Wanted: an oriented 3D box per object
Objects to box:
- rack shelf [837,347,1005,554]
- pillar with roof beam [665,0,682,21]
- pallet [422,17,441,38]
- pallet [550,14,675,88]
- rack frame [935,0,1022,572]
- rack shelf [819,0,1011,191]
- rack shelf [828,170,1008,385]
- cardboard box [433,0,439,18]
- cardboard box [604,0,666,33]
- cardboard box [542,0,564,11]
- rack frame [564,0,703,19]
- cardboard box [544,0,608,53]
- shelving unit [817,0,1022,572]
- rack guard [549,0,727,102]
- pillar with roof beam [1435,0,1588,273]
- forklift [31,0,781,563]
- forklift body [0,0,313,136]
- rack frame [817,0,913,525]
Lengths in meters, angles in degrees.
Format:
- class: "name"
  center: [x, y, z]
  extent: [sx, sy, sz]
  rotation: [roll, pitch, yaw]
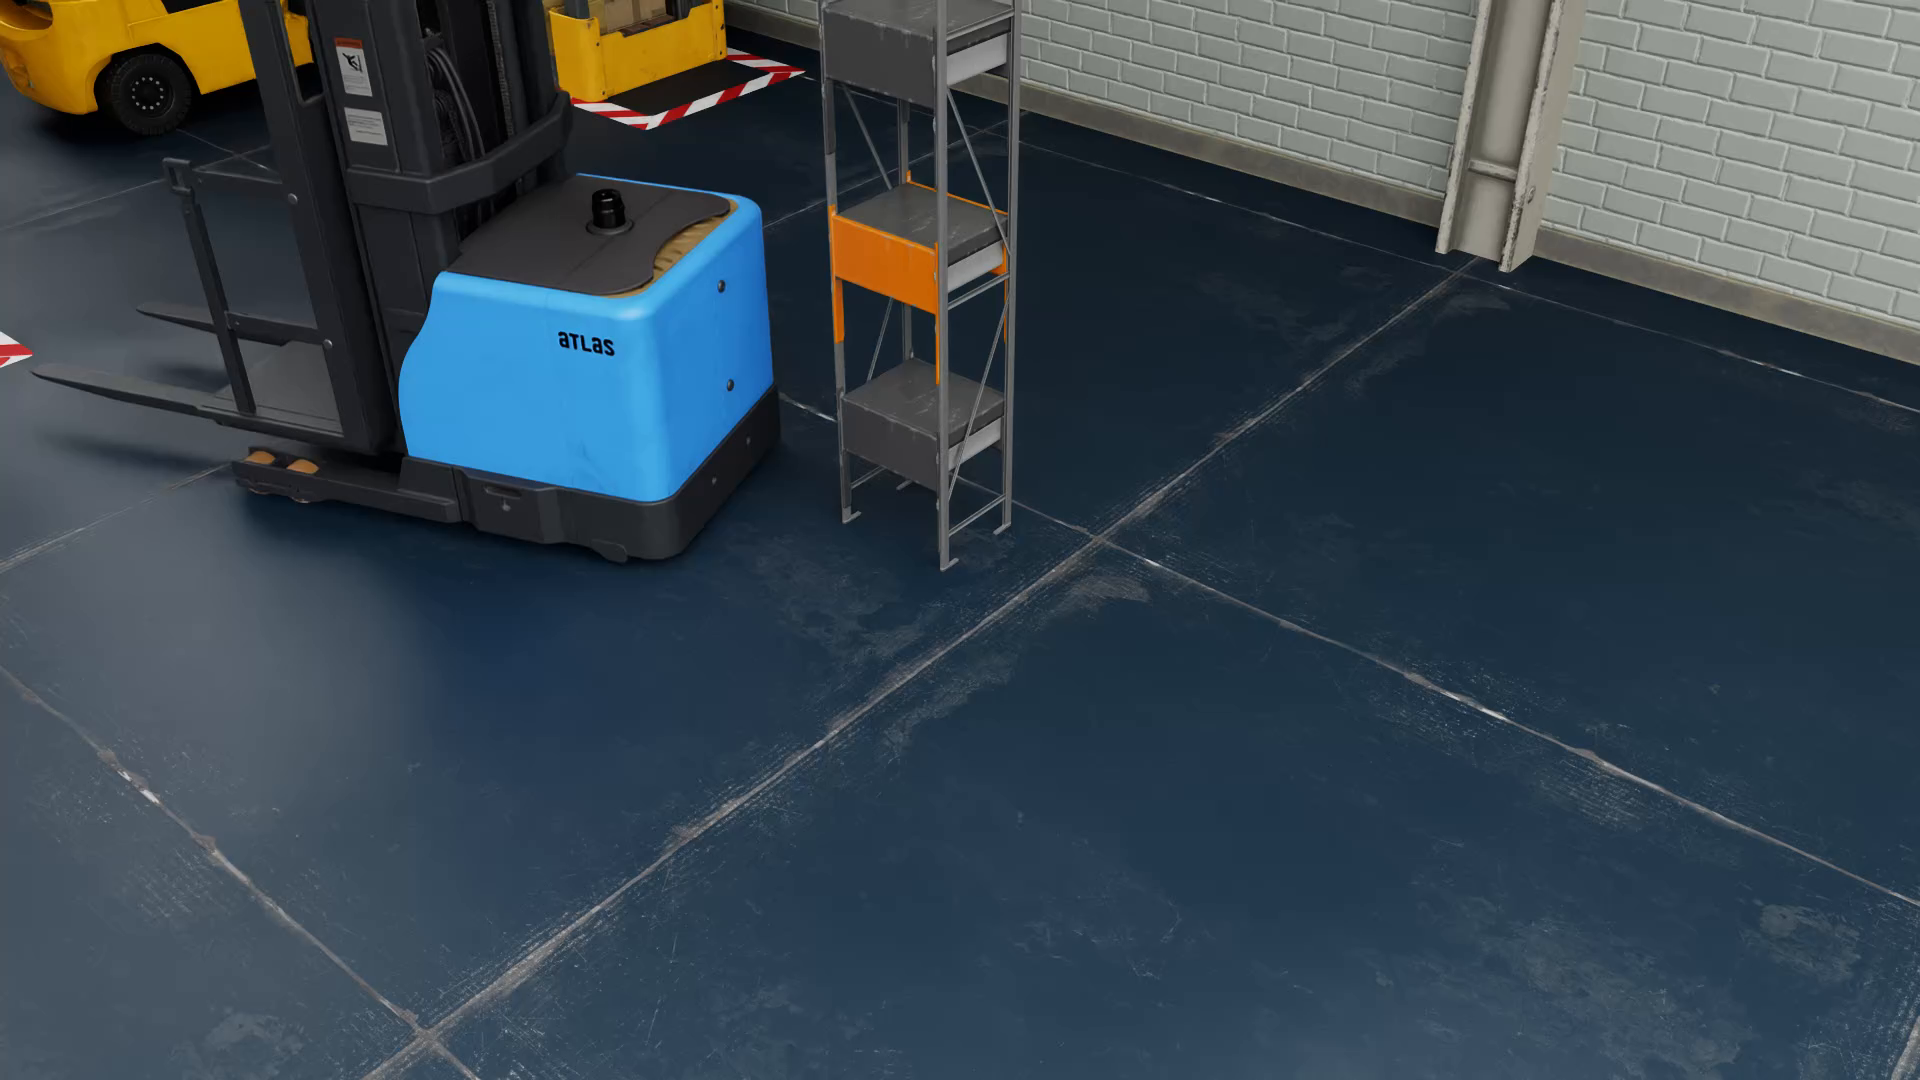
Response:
- class: "rack shelf"
  center: [-0.127, -0.337, 6.147]
  extent: [0.480, 0.518, 0.431]
  rotation: [25, 42, 32]
- class: "pillar with roof beam"
  center: [-4.728, -5.459, 6.249]
  extent: [0.400, 9.000, 9.100]
  rotation: [25, 42, 32]
- class: "pallet"
  center: [-3.563, -3.766, 11.547]
  extent: [1.213, 0.211, 1.003]
  rotation: [25, 42, 32]
- class: "pallet"
  center: [-2.630, -3.324, 10.903]
  extent: [1.213, 0.211, 1.003]
  rotation: [25, 42, 32]
- class: "rack frame"
  center: [0.060, -0.837, 5.614]
  extent: [0.015, 2.100, 0.400]
  rotation: [25, 42, 32]
- class: "rack shelf"
  center: [-0.127, -1.491, 5.354]
  extent: [0.480, 0.518, 0.431]
  rotation: [25, 42, 32]
- class: "rack shelf"
  center: [-0.127, -0.914, 5.751]
  extent: [0.480, 0.518, 0.431]
  rotation: [25, 42, 32]
- class: "cardboard box"
  center: [-3.333, -3.656, 10.982]
  extent: [0.500, 0.250, 0.500]
  rotation: [26, 42, 32]
- class: "cardboard box"
  center: [-2.267, -3.517, 10.779]
  extent: [0.500, 0.250, 0.500]
  rotation: [25, 42, 32]
- class: "cardboard box"
  center: [-2.589, -3.500, 10.313]
  extent: [0.500, 0.250, 0.500]
  rotation: [25, 41, 31]
- class: "rack frame"
  center: [-2.015, -4.214, 9.737]
  extent: [0.127, 3.000, 1.000]
  rotation: [25, 42, 32]
- class: "cardboard box"
  center: [-2.578, -3.287, 10.444]
  extent: [0.500, 0.250, 0.500]
  rotation: [26, 42, 32]
- class: "shelving unit"
  center: [-0.127, -0.926, 5.743]
  extent: [0.503, 2.100, 0.431]
  rotation: [25, 42, 32]
- class: "rack guard"
  center: [-1.997, -3.175, 10.432]
  extent: [0.348, 0.500, 1.175]
  rotation: [25, 42, 32]
- class: "pillar with roof beam"
  center: [-0.117, -3.285, 3.085]
  extent: [0.400, 9.000, 9.100]
  rotation: [25, 42, 32]
- class: "forklift"
  center: [-2.302, -1.620, 6.020]
  extent: [3.031, 2.935, 1.130]
  rotation: [11, 36, 16]
- class: "forklift body"
  center: [-4.640, -3.757, 9.821]
  extent: [1.214, 2.155, 2.313]
  rotation: [25, 42, 32]
- class: "rack frame"
  center: [-0.315, -1.014, 5.872]
  extent: [0.015, 2.100, 0.400]
  rotation: [25, 42, 32]
